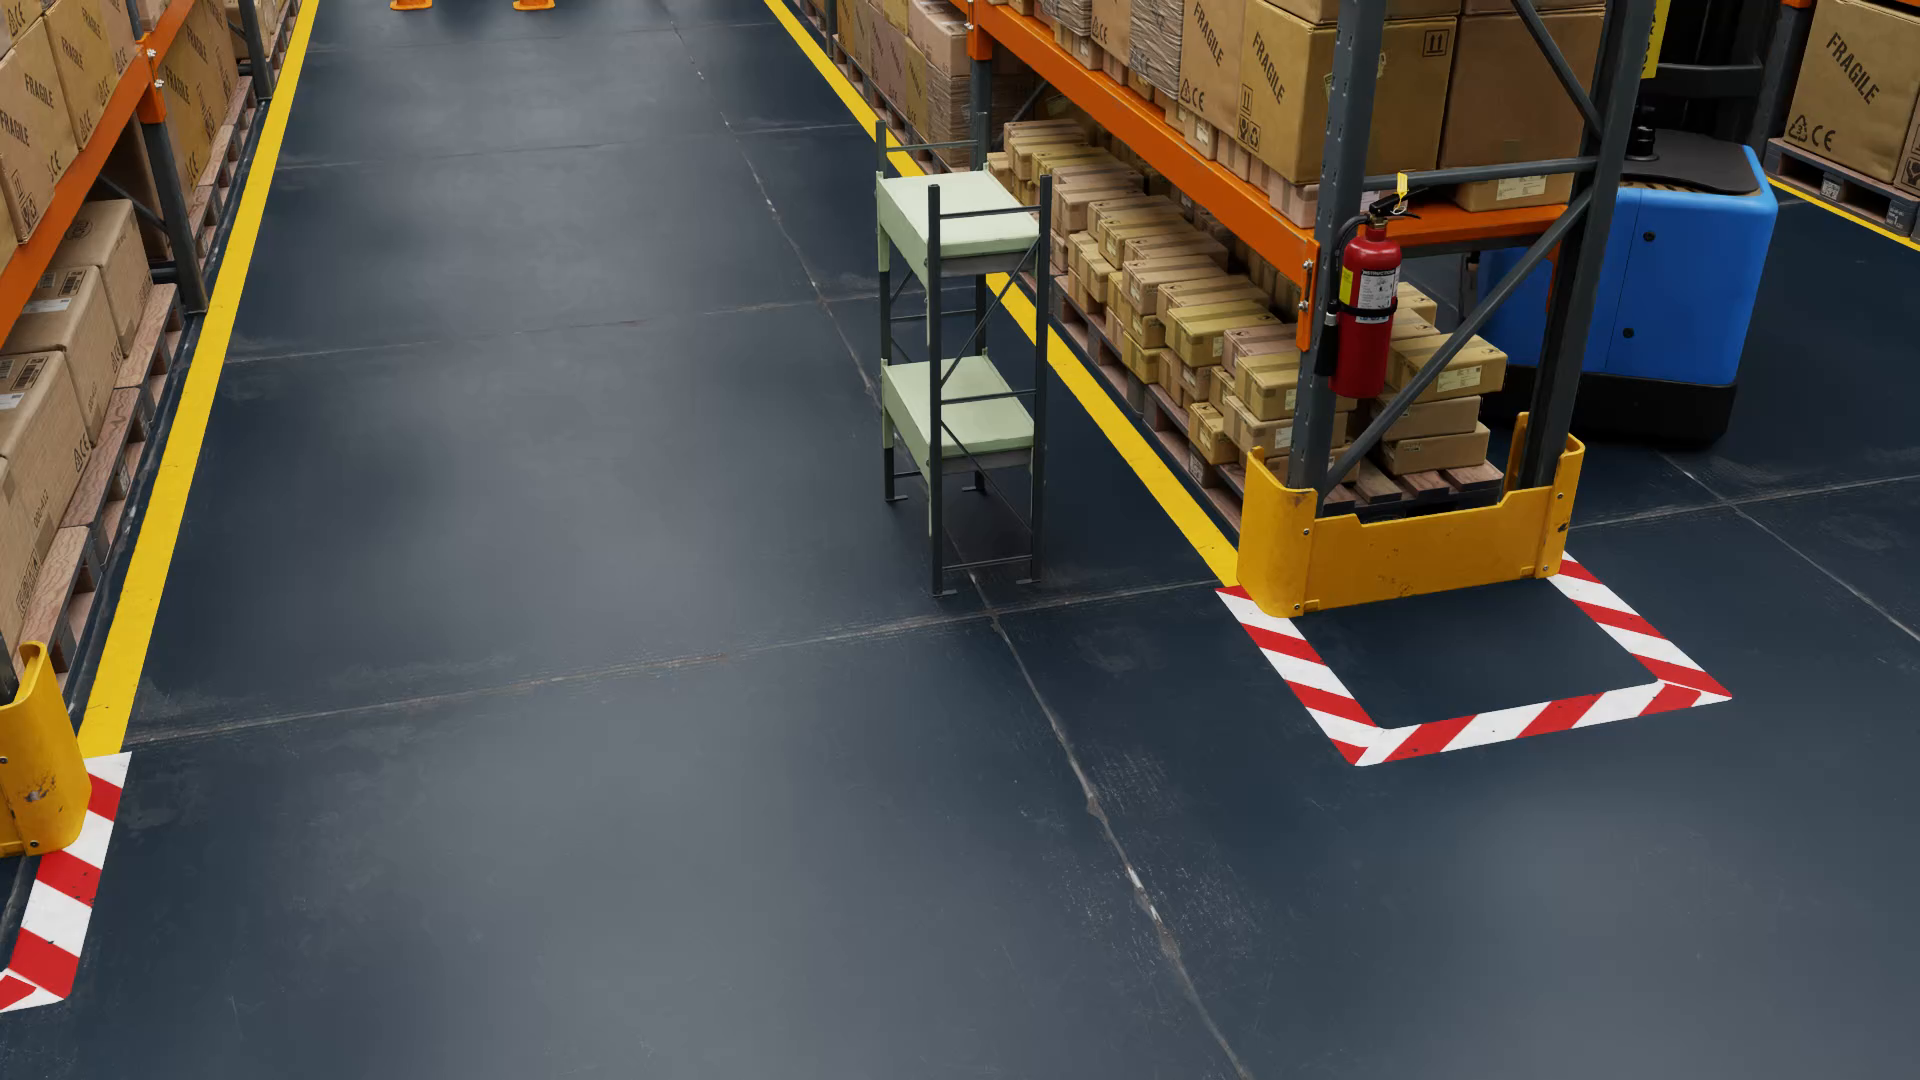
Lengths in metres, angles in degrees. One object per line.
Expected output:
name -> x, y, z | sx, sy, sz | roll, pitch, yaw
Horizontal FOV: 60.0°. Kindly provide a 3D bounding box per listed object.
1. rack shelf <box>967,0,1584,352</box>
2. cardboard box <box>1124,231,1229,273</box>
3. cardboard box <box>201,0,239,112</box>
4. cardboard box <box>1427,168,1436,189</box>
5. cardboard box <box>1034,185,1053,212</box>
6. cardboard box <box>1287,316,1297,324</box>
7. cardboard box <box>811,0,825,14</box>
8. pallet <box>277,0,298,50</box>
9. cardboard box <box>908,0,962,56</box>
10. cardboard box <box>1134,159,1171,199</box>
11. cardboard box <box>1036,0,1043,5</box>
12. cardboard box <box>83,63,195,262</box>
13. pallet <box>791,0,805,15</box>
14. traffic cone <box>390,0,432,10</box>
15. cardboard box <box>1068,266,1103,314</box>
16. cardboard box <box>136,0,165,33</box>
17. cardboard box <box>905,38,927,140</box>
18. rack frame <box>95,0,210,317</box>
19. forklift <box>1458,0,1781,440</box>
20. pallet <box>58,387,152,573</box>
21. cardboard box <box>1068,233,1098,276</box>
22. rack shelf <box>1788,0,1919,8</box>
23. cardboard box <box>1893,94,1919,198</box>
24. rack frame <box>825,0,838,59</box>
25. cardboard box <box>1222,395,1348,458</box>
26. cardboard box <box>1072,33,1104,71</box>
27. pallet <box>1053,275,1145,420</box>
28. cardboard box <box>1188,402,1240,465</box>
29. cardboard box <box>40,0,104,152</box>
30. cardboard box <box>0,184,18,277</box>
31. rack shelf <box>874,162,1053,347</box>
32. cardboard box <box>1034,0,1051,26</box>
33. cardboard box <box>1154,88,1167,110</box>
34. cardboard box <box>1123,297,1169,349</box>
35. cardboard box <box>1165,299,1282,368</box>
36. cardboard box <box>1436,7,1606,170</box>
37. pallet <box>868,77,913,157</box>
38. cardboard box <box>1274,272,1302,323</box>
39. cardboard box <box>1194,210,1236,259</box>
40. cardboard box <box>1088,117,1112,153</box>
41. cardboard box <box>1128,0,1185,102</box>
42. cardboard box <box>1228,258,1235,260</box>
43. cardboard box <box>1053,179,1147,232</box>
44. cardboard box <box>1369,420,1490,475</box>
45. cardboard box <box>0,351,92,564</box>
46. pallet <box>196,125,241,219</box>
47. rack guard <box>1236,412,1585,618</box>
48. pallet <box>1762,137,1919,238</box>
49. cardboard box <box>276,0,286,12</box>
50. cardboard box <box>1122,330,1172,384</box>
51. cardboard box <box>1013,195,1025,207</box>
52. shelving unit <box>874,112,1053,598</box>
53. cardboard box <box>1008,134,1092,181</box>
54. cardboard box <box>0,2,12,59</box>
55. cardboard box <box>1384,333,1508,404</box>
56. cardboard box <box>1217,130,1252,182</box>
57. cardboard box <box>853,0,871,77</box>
rack shelf -> 1.082, -1.797, 7.079 | 1.077, 0.370, 4.000 | -8, 31, -13
cardboard box -> 0.930, -1.205, 7.171 | 0.380, 0.149, 0.250 | -9, 31, -15
cardboard box -> -5.153, -3.217, 10.516 | 0.875, 0.875, 0.875 | -8, 31, -14
cardboard box -> 1.735, -1.352, 5.842 | 0.380, 0.149, 0.250 | -7, 31, -11
cardboard box -> 0.592, -1.711, 8.341 | 0.380, 0.149, 0.250 | -8, 31, -14
cardboard box -> 1.589, -0.891, 6.925 | 0.380, 0.149, 0.250 | -7, 31, -12
cardboard box -> -0.585, -4.521, 12.893 | 1.050, 0.750, 0.750 | -8, 31, -14
pallet -> -5.782, -4.059, 13.051 | 1.003, 0.211, 1.213 | -8, 31, -13
cardboard box -> -0.014, -3.075, 9.896 | 0.500, 0.250, 0.500 | -6, 31, -11
cardboard box -> 1.069, -1.770, 8.146 | 0.380, 0.149, 0.250 | -7, 31, -12
cardboard box -> 0.578, -2.736, 7.586 | 0.500, 0.500, 0.500 | -8, 31, -13
cardboard box -> -4.436, -1.919, 8.272 | 0.875, 0.875, 0.875 | -7, 31, -12
pallet -> -0.967, -4.779, 14.295 | 1.003, 0.211, 1.213 | -8, 31, -13
traffic cone -> -4.639, -4.721, 13.944 | 0.336, 0.463, 0.334 | -8, 31, -13
cardboard box -> 0.722, -1.183, 7.726 | 0.380, 0.149, 0.250 | -9, 31, -15
cardboard box -> -4.057, -2.550, 7.812 | 0.500, 0.250, 0.500 | -9, 31, -14
cardboard box -> -0.024, -2.746, 10.077 | 0.500, 0.500, 0.500 | -9, 31, -14
rack frame -> -4.195, -2.368, 7.346 | 1.000, 3.000, 0.127 | -8, 31, -13
forklift -> 3.035, -2.404, 7.478 | 1.130, 2.935, 3.031 | 8, 31, 13
pallet -> -3.741, -0.193, 6.373 | 1.003, 0.211, 1.213 | -8, 31, -13
cardboard box -> 0.717, -1.314, 7.655 | 0.380, 0.149, 0.250 | -8, 31, -14
rack shelf -> 5.891, -2.408, 8.134 | 1.077, 0.370, 4.000 | -8, 31, -13
cardboard box -> 5.697, -2.183, 8.730 | 0.875, 0.875, 0.875 | -8, 31, -13
rack frame -> -0.511, -5.007, 11.906 | 1.000, 3.000, 0.127 | -8, 31, -13
cardboard box -> 1.198, -0.436, 6.139 | 0.380, 0.149, 0.250 | -9, 31, -15
cardboard box -> 0.707, -2.156, 7.231 | 0.380, 0.149, 0.250 | -7, 31, -11
pallet -> 1.091, -0.958, 7.694 | 1.003, 0.211, 1.213 | -8, 31, -13
cardboard box -> 1.106, -0.428, 6.422 | 0.380, 0.149, 0.250 | -7, 31, -12
cardboard box -> -3.536, -1.732, 6.149 | 0.500, 0.500, 0.500 | -8, 31, -14
cardboard box -> -3.145, -0.990, 4.866 | 0.500, 0.500, 0.500 | -8, 31, -14
rack shelf -> -0.002, -0.990, 5.684 | 0.431, 0.370, 0.720 | -8, 31, -13
cardboard box -> 0.572, -2.549, 7.910 | 0.380, 0.149, 0.250 | -9, 31, -15
cardboard box -> 0.997, -1.788, 6.595 | 0.380, 0.149, 0.250 | -9, 31, -15
cardboard box -> 0.908, -0.936, 7.002 | 0.380, 0.149, 0.250 | -7, 31, -13
cardboard box -> 1.025, -0.807, 6.483 | 0.380, 0.149, 0.250 | -9, 31, -14
cardboard box -> 1.760, -1.568, 5.569 | 0.500, 0.500, 0.500 | -6, 31, -11
pallet -> 0.016, -2.834, 10.936 | 1.003, 0.211, 1.213 | -8, 31, -13
cardboard box -> 1.523, -1.011, 6.835 | 0.380, 0.149, 0.250 | -9, 31, -16
cardboard box -> 1.274, -1.388, 7.487 | 0.380, 0.149, 0.250 | -8, 31, -13
cardboard box -> 0.897, -2.143, 8.791 | 0.380, 0.149, 0.250 | -7, 31, -12
cardboard box -> 0.970, -1.991, 6.298 | 0.500, 0.500, 0.500 | -8, 31, -13
cardboard box -> 1.253, -1.264, 7.569 | 0.380, 0.149, 0.250 | -6, 31, -11
cardboard box -> 0.653, -1.573, 7.806 | 0.380, 0.149, 0.250 | -7, 31, -12
cardboard box -> 1.782, -0.386, 6.350 | 0.380, 0.149, 0.250 | -7, 31, -12
cardboard box -> -3.655, -0.255, 5.835 | 0.875, 0.438, 0.875 | -7, 31, -12
pallet -> -4.799, -2.114, 9.691 | 1.003, 0.211, 1.213 | -8, 31, -13
rack guard -> 1.593, -0.098, 5.920 | 1.175, 0.500, 0.348 | -8, 31, -13
pallet -> 5.486, -2.101, 9.669 | 1.003, 0.211, 1.213 | -8, 31, -13
cardboard box -> -5.796, -4.341, 12.959 | 0.950, 0.372, 0.625 | -7, 31, -12
cardboard box -> 0.913, -0.799, 7.063 | 0.380, 0.149, 0.250 | -9, 31, -15
cardboard box -> 0.409, -1.676, 8.577 | 0.380, 0.149, 0.250 | -7, 31, -12
shelving unit -> -0.002, -0.652, 5.880 | 0.431, 1.500, 0.755 | -8, 31, -13
cardboard box -> 0.459, -1.945, 8.449 | 0.380, 0.149, 0.250 | -6, 31, -11
cardboard box -> -3.274, -1.678, 5.056 | 0.500, 0.500, 0.500 | -8, 31, -14
cardboard box -> 1.801, -0.646, 6.205 | 0.380, 0.149, 0.250 | -9, 31, -16
cardboard box -> 1.143, -1.398, 5.922 | 0.380, 0.149, 0.250 | -8, 31, -14
cardboard box -> -0.432, -3.489, 11.359 | 0.500, 0.500, 0.500 | -7, 31, -13
